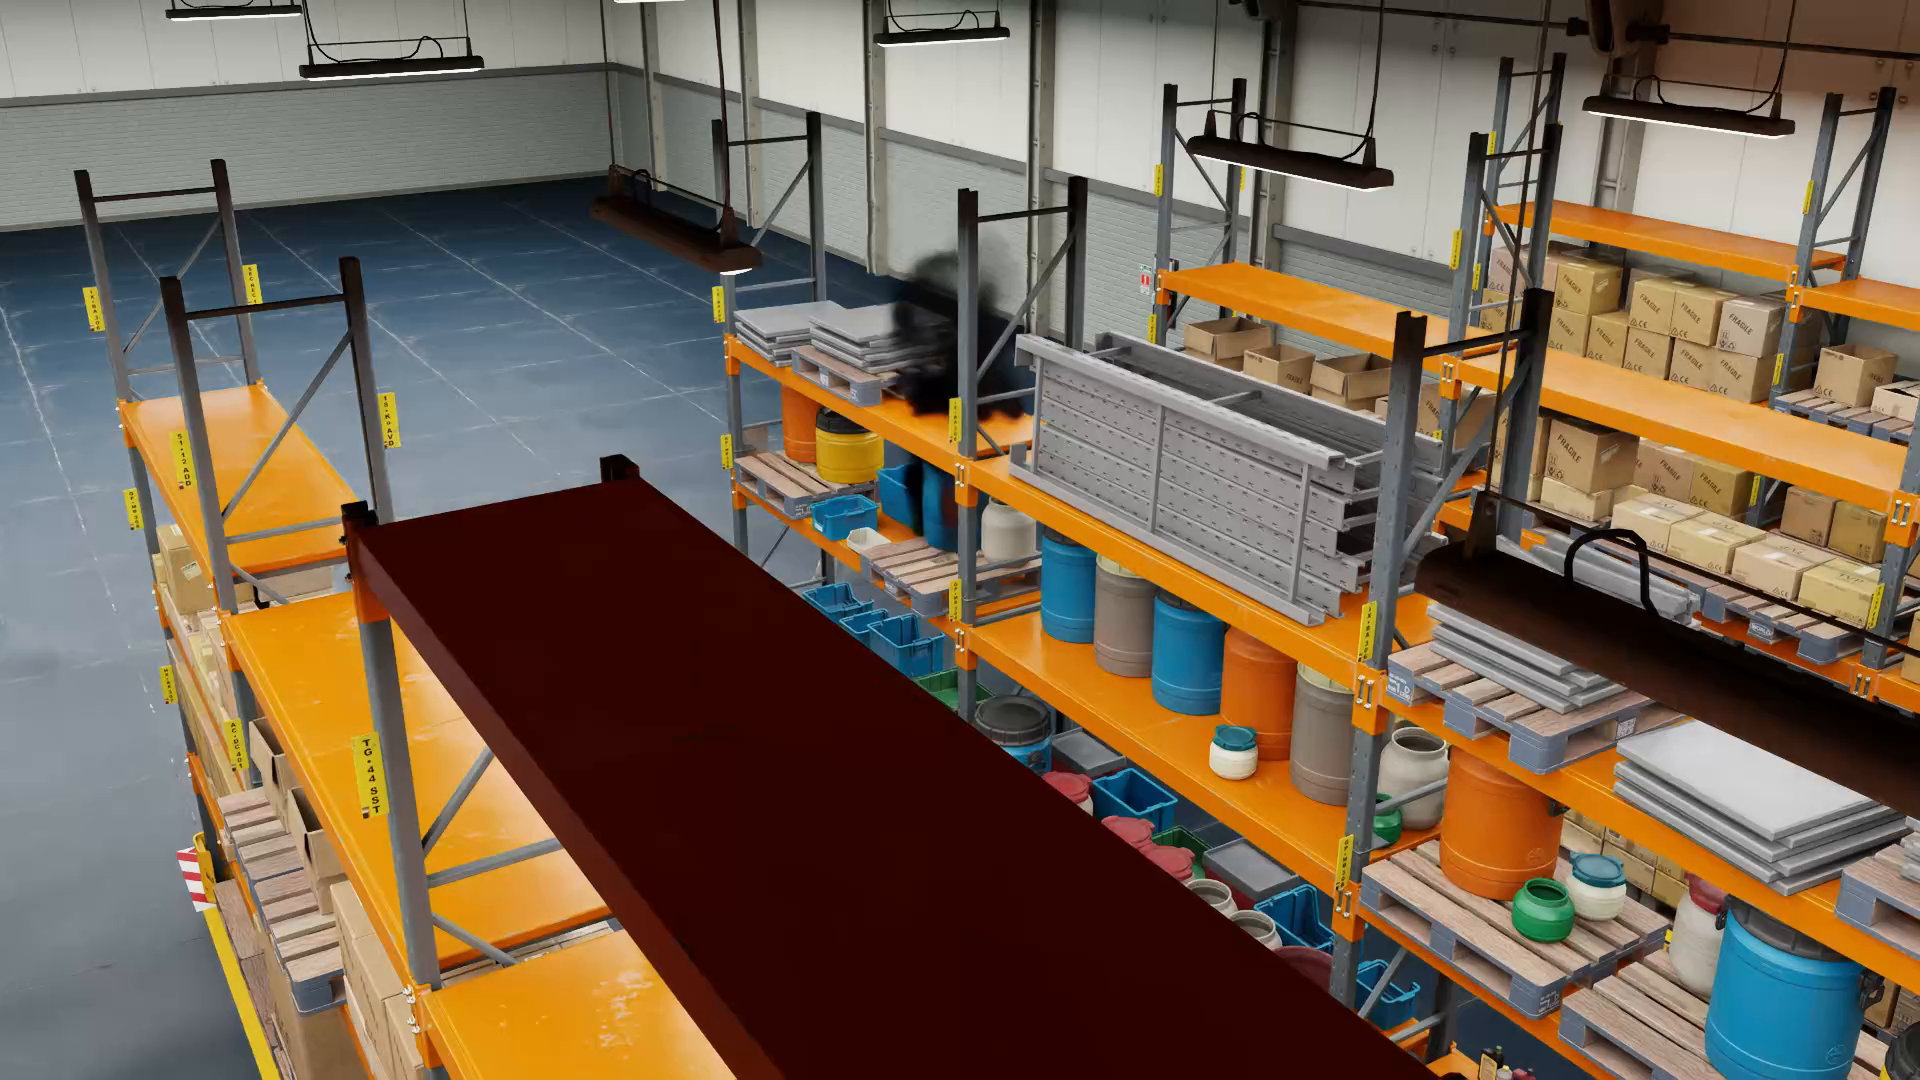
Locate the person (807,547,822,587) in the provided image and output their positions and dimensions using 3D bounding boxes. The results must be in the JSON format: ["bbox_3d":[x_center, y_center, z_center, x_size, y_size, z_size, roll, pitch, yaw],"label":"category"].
[{"bbox_3d":[-1.398,-0.261,19.822,0.940,1.660,0.609,0,22,-1],"label":"person"}]
